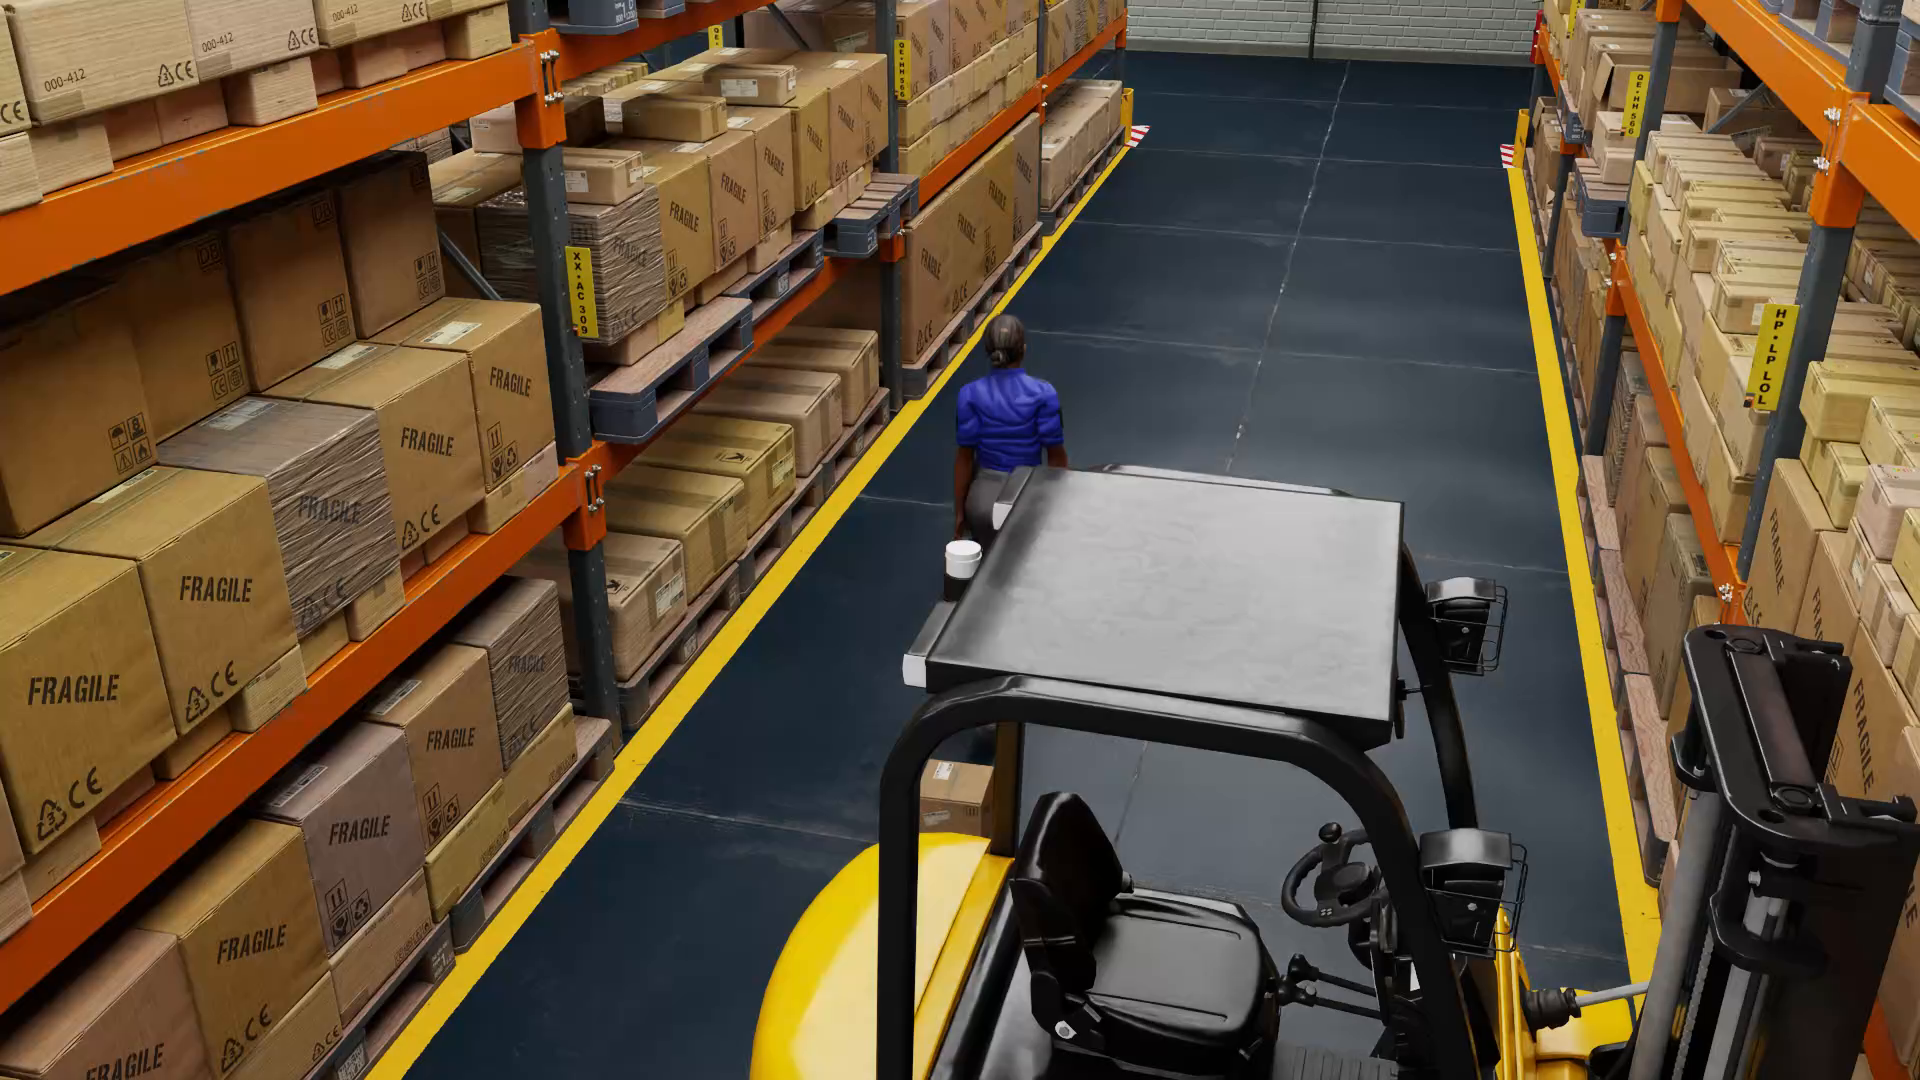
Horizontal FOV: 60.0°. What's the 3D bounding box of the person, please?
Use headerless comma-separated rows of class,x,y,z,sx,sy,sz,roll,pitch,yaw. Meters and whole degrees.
person,0.199,-0.124,6.860,0.459,1.617,0.877,5,26,10
